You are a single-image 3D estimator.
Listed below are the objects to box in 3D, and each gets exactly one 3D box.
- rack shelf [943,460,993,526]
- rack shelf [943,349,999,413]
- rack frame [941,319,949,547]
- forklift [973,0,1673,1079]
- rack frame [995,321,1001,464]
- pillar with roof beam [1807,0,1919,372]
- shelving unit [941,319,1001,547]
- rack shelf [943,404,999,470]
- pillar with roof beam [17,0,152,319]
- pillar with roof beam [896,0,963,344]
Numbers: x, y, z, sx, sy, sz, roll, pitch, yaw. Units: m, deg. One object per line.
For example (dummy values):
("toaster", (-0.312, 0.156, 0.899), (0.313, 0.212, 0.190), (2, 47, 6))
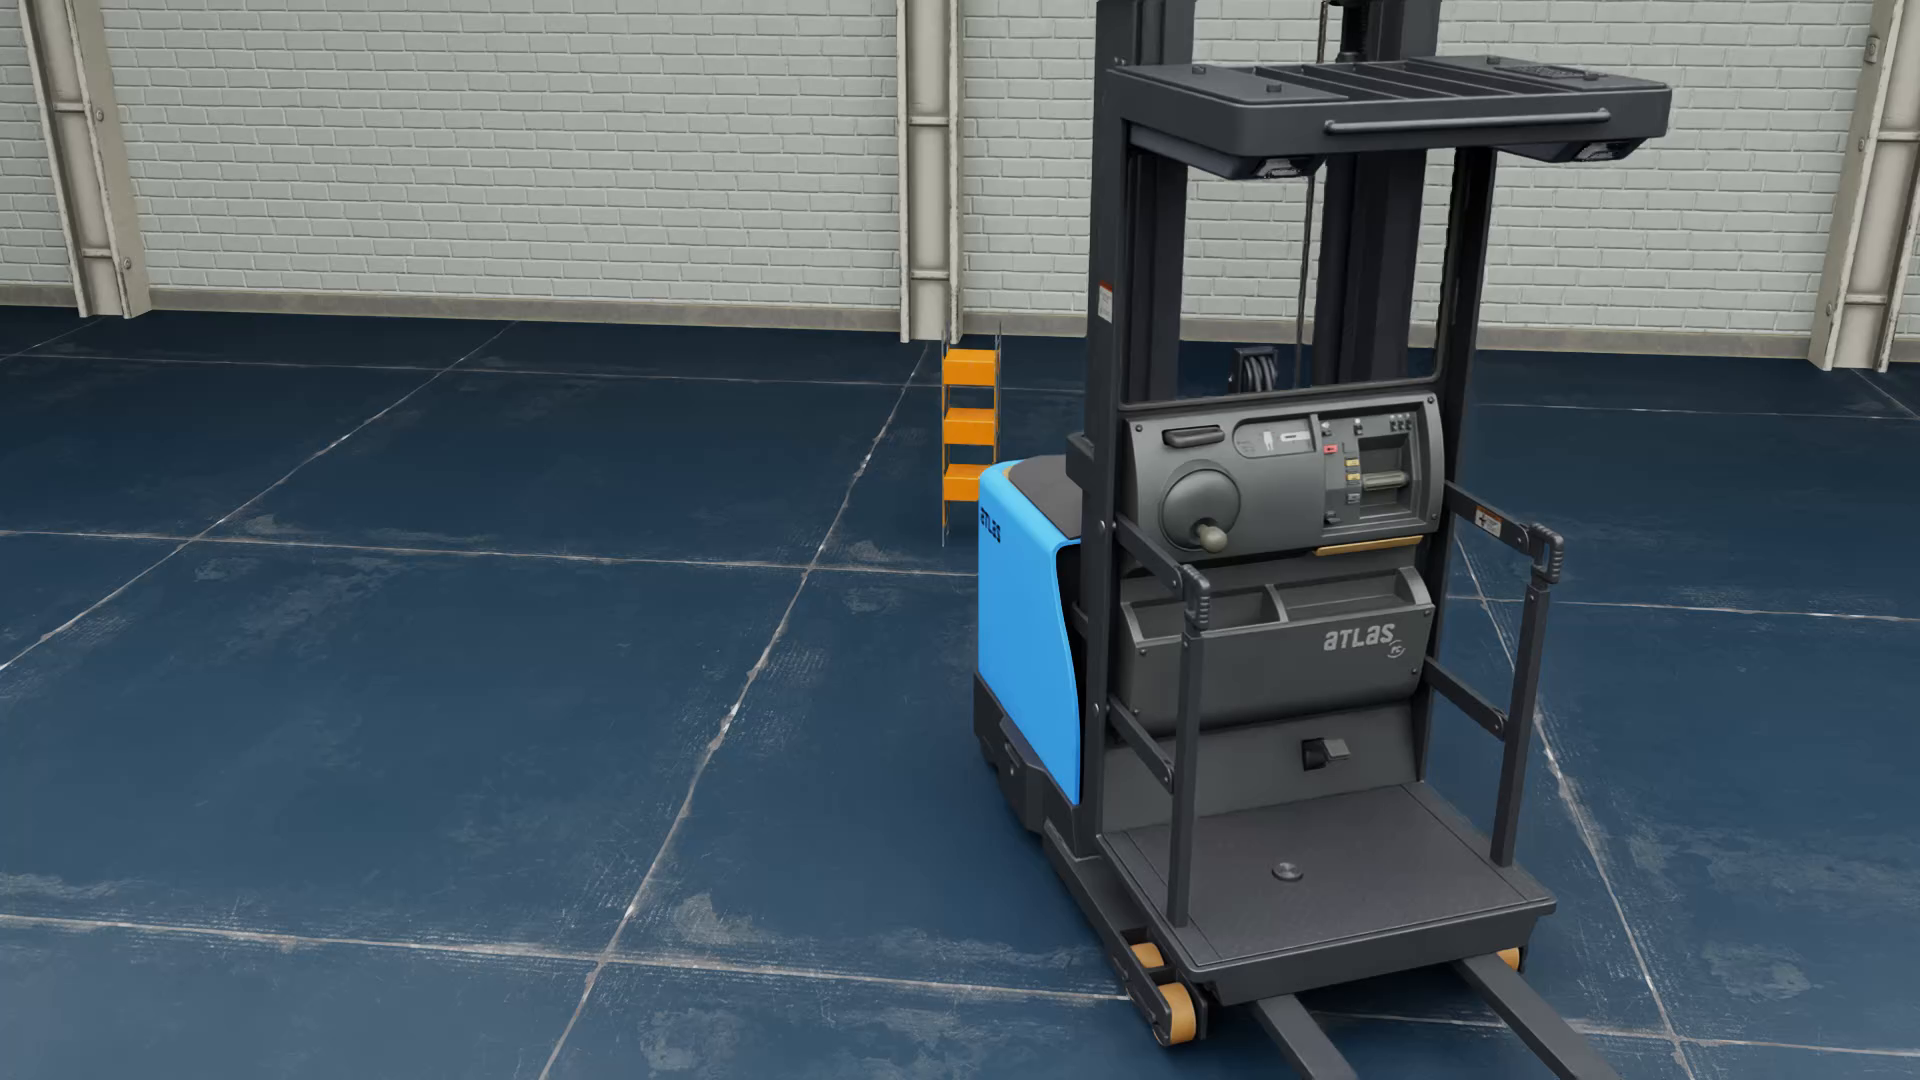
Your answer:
("rack shelf", (0.053, -0.218, 7.847), (0.240, 0.259, 0.215), (2, 22, 6))
("rack shelf", (0.053, -0.740, 7.641), (0.240, 0.259, 0.215), (2, 22, 6))
("rack frame", (-0.068, -0.491, 7.754), (0.008, 1.050, 0.200), (2, 22, 6))
("forklift", (0.967, -0.163, 4.364), (1.130, 2.935, 3.031), (-6, 22, -16))
("rack frame", (0.174, -0.481, 7.728), (0.008, 1.050, 0.200), (2, 22, 6))
("pillar with roof beam", (5.259, -3.753, 5.193), (0.400, 9.000, 9.100), (2, 22, 6))
("shelving unit", (0.053, -0.486, 7.741), (0.252, 1.050, 0.215), (2, 22, 6))
("rack shelf", (0.053, -0.476, 7.745), (0.240, 0.259, 0.215), (2, 22, 6))
("pillar with roof beam", (-6.658, -4.272, 6.506), (0.400, 9.000, 9.100), (2, 22, 6))
("pillar with roof beam", (-0.700, -4.013, 5.850), (0.400, 9.000, 9.100), (2, 22, 6))
